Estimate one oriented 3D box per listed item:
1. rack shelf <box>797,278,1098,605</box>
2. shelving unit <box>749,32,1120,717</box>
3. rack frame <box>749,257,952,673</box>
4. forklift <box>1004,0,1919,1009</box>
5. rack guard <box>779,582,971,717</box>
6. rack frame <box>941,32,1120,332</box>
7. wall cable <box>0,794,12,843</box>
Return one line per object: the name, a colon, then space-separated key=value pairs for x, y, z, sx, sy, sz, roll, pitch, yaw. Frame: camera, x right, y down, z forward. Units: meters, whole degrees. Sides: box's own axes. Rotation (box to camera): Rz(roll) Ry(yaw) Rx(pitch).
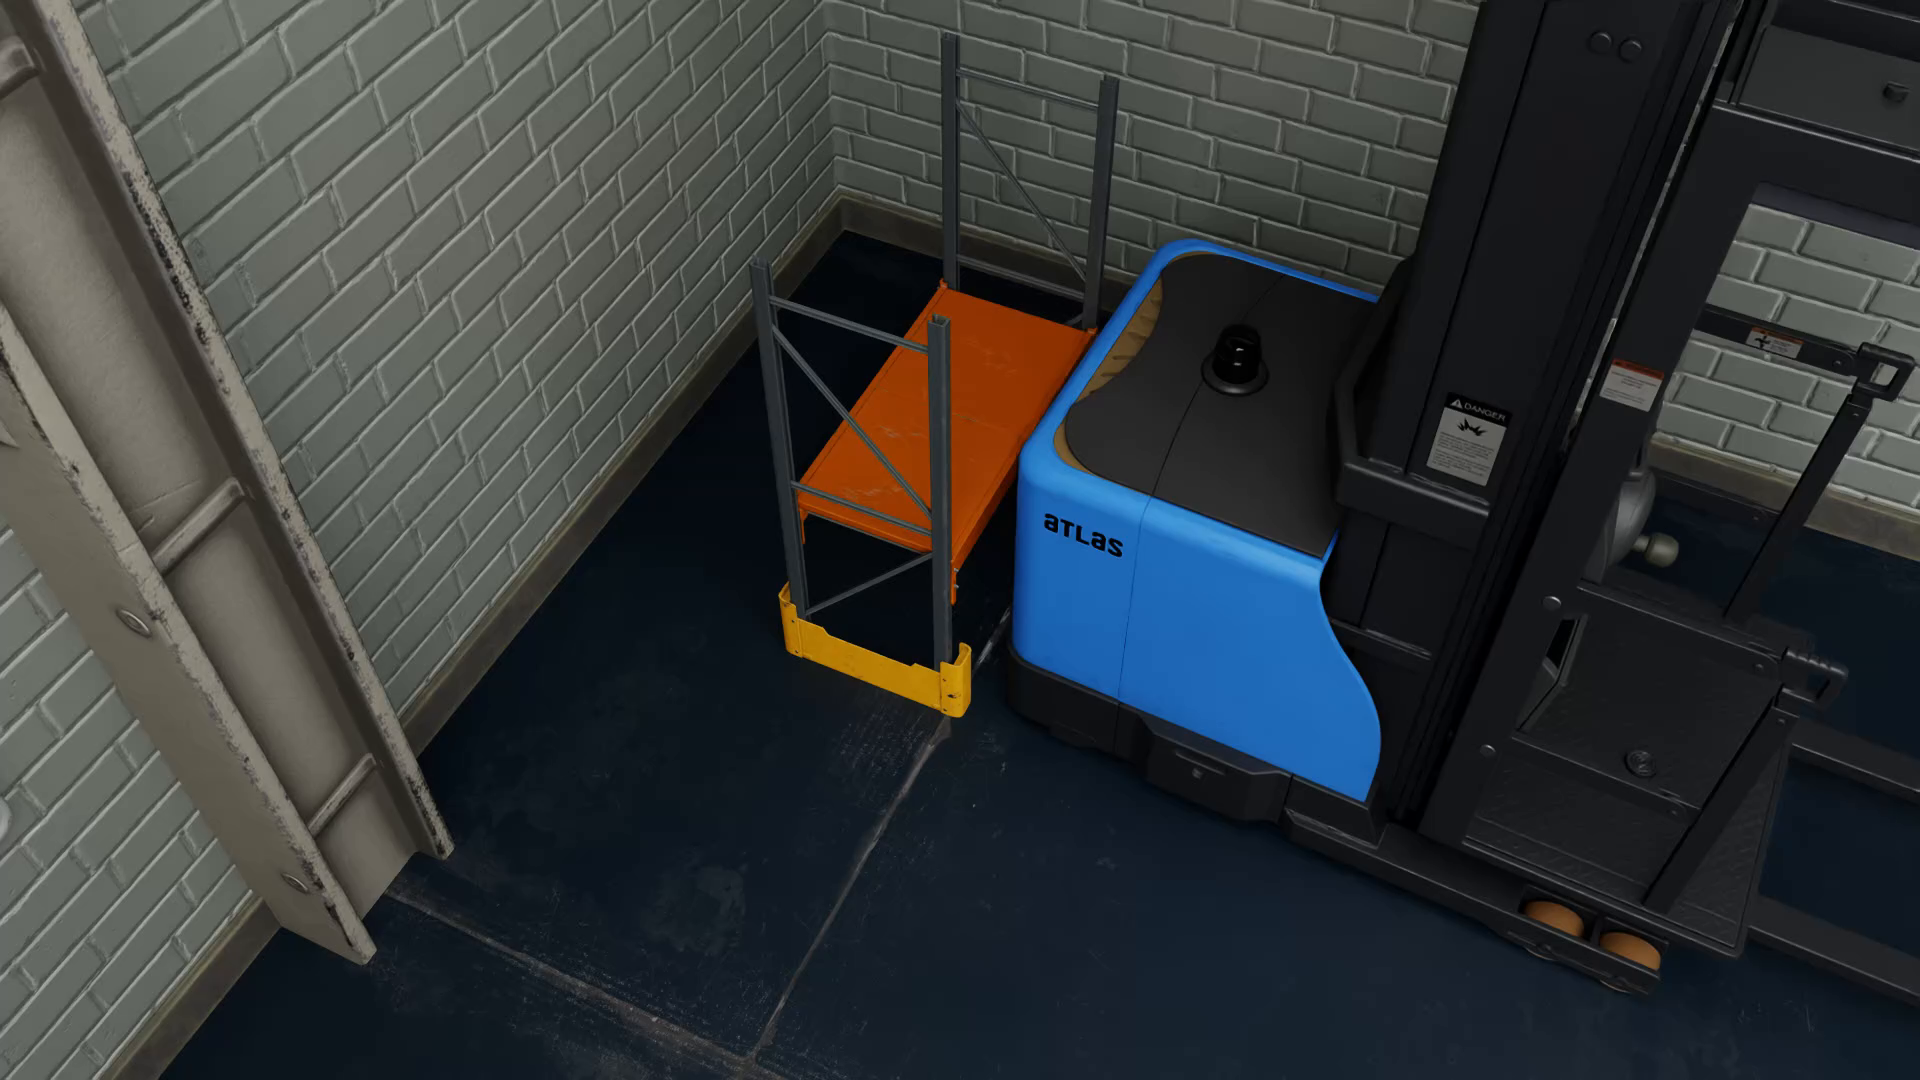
rack shelf: x=-0.036 y=-0.311 z=4.766 sx=0.538 sy=0.185 sz=1.000 roll=20 pitch=52 yaw=16
shelving unit: x=-0.033 y=-0.434 z=4.634 sx=0.587 sy=1.500 sz=1.083 roll=20 pitch=52 yaw=16
rack frame: x=-0.254 y=-0.077 z=4.331 sx=0.500 sy=1.500 sz=0.032 roll=20 pitch=52 yaw=16
forklift: x=1.676 y=-0.259 z=3.546 sx=3.031 sy=2.935 sz=1.130 roll=22 pitch=53 yaw=17
rack guard: x=-0.245 y=0.314 z=4.818 sx=0.587 sy=0.250 sz=0.087 roll=20 pitch=52 yaw=16
rack frame: x=0.181 y=-0.777 z=4.927 sx=0.500 sy=1.500 sz=0.032 roll=20 pitch=52 yaw=16
wall cable: x=-2.278 y=0.568 z=2.130 sx=0.084 sy=1.984 sz=1.851 roll=20 pitch=52 yaw=16
